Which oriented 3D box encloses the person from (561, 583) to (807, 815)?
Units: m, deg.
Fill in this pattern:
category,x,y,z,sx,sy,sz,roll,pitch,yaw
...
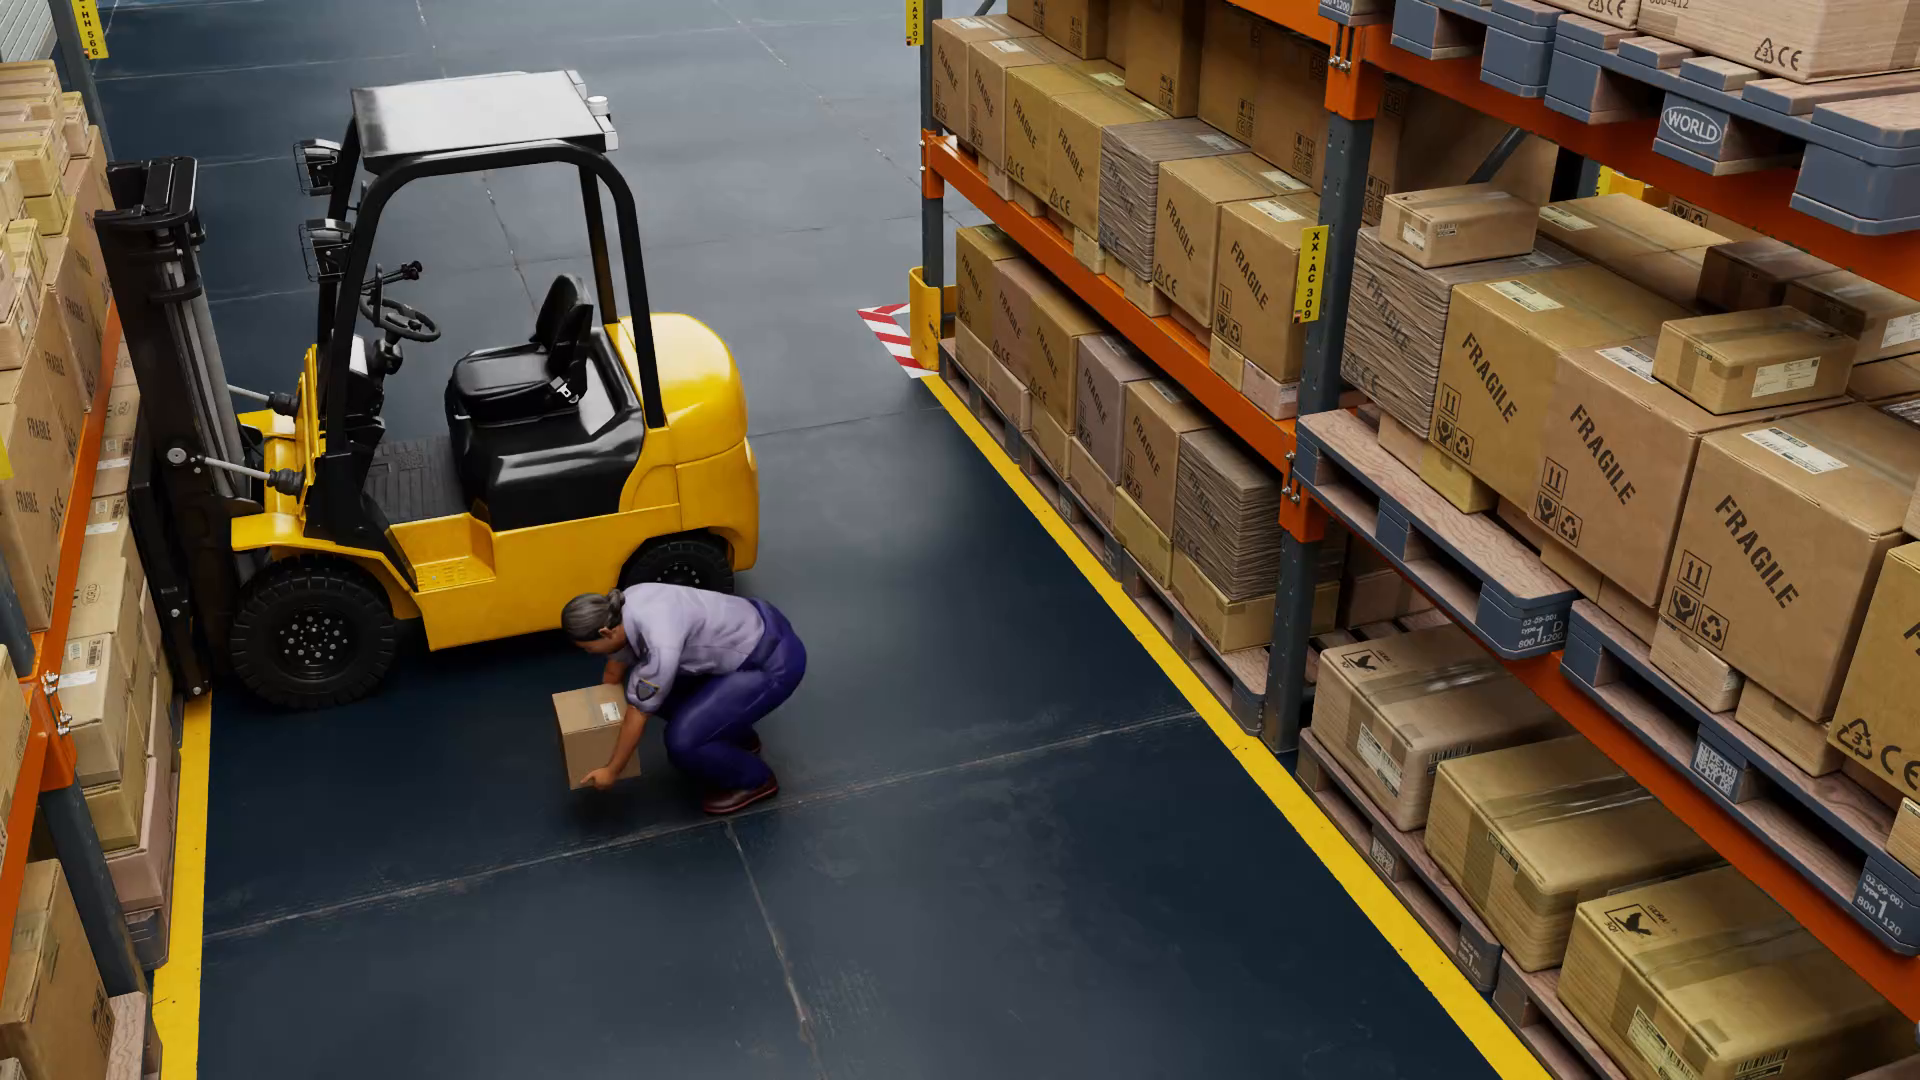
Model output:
category,x,y,z,sx,sy,sz,roll,pitch,yaw
person,-1.017,0.521,5.963,0.789,0.938,0.491,-11,32,-19
